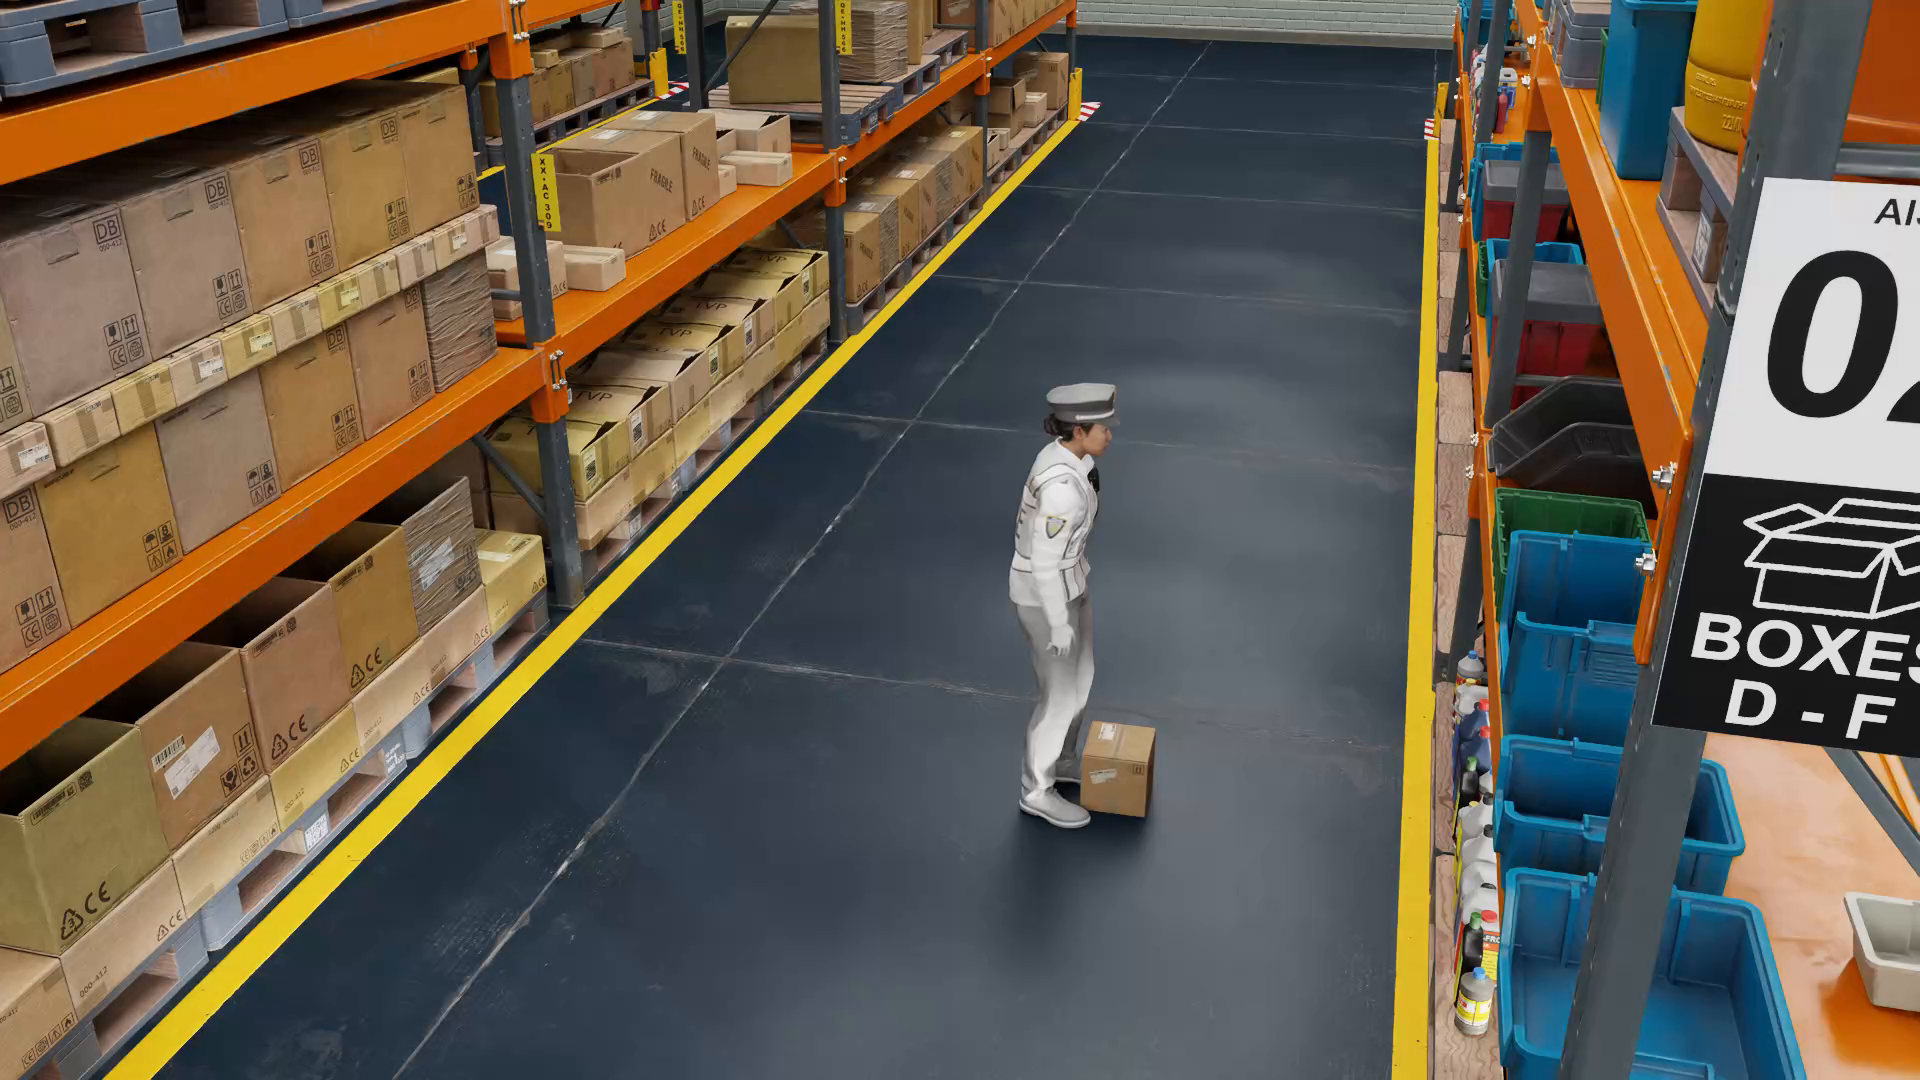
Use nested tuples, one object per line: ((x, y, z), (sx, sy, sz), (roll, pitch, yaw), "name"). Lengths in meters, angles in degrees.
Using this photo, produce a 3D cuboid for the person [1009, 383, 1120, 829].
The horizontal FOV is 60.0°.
((0.393, 0.220, 6.146), (0.415, 1.662, 0.540), (5, 26, 10), "person")
